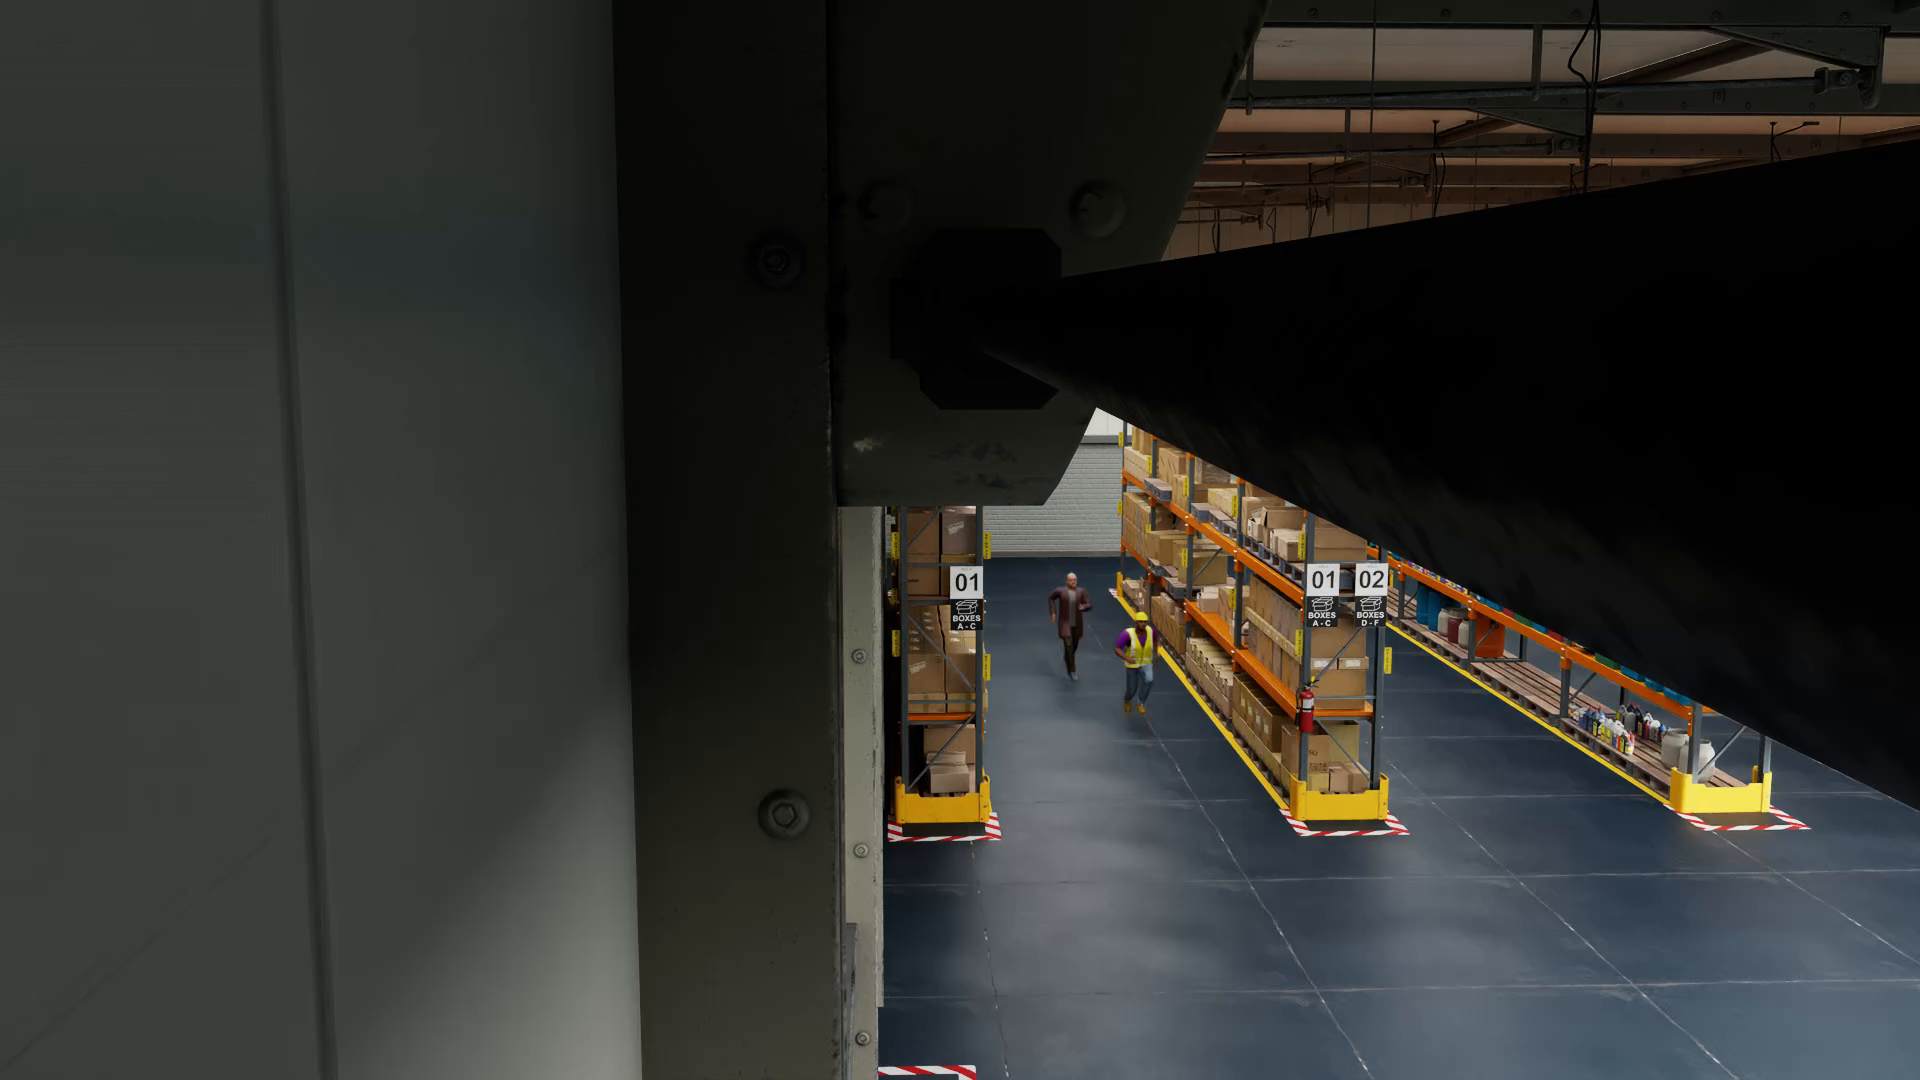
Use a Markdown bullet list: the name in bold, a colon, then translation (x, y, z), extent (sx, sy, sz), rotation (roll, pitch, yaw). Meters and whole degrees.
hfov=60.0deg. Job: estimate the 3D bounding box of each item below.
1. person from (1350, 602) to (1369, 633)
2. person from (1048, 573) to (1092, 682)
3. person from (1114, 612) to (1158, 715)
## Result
- **person**: translation (7.309, 1.310, 30.113), extent (0.510, 1.642, 0.731), rotation (-1, 8, -8)
- **person**: translation (1.890, 1.445, 28.370), extent (0.690, 1.778, 1.046), rotation (-2, 8, -11)
- **person**: translation (2.686, 1.881, 25.201), extent (0.725, 1.651, 1.009), rotation (-1, 8, -10)
